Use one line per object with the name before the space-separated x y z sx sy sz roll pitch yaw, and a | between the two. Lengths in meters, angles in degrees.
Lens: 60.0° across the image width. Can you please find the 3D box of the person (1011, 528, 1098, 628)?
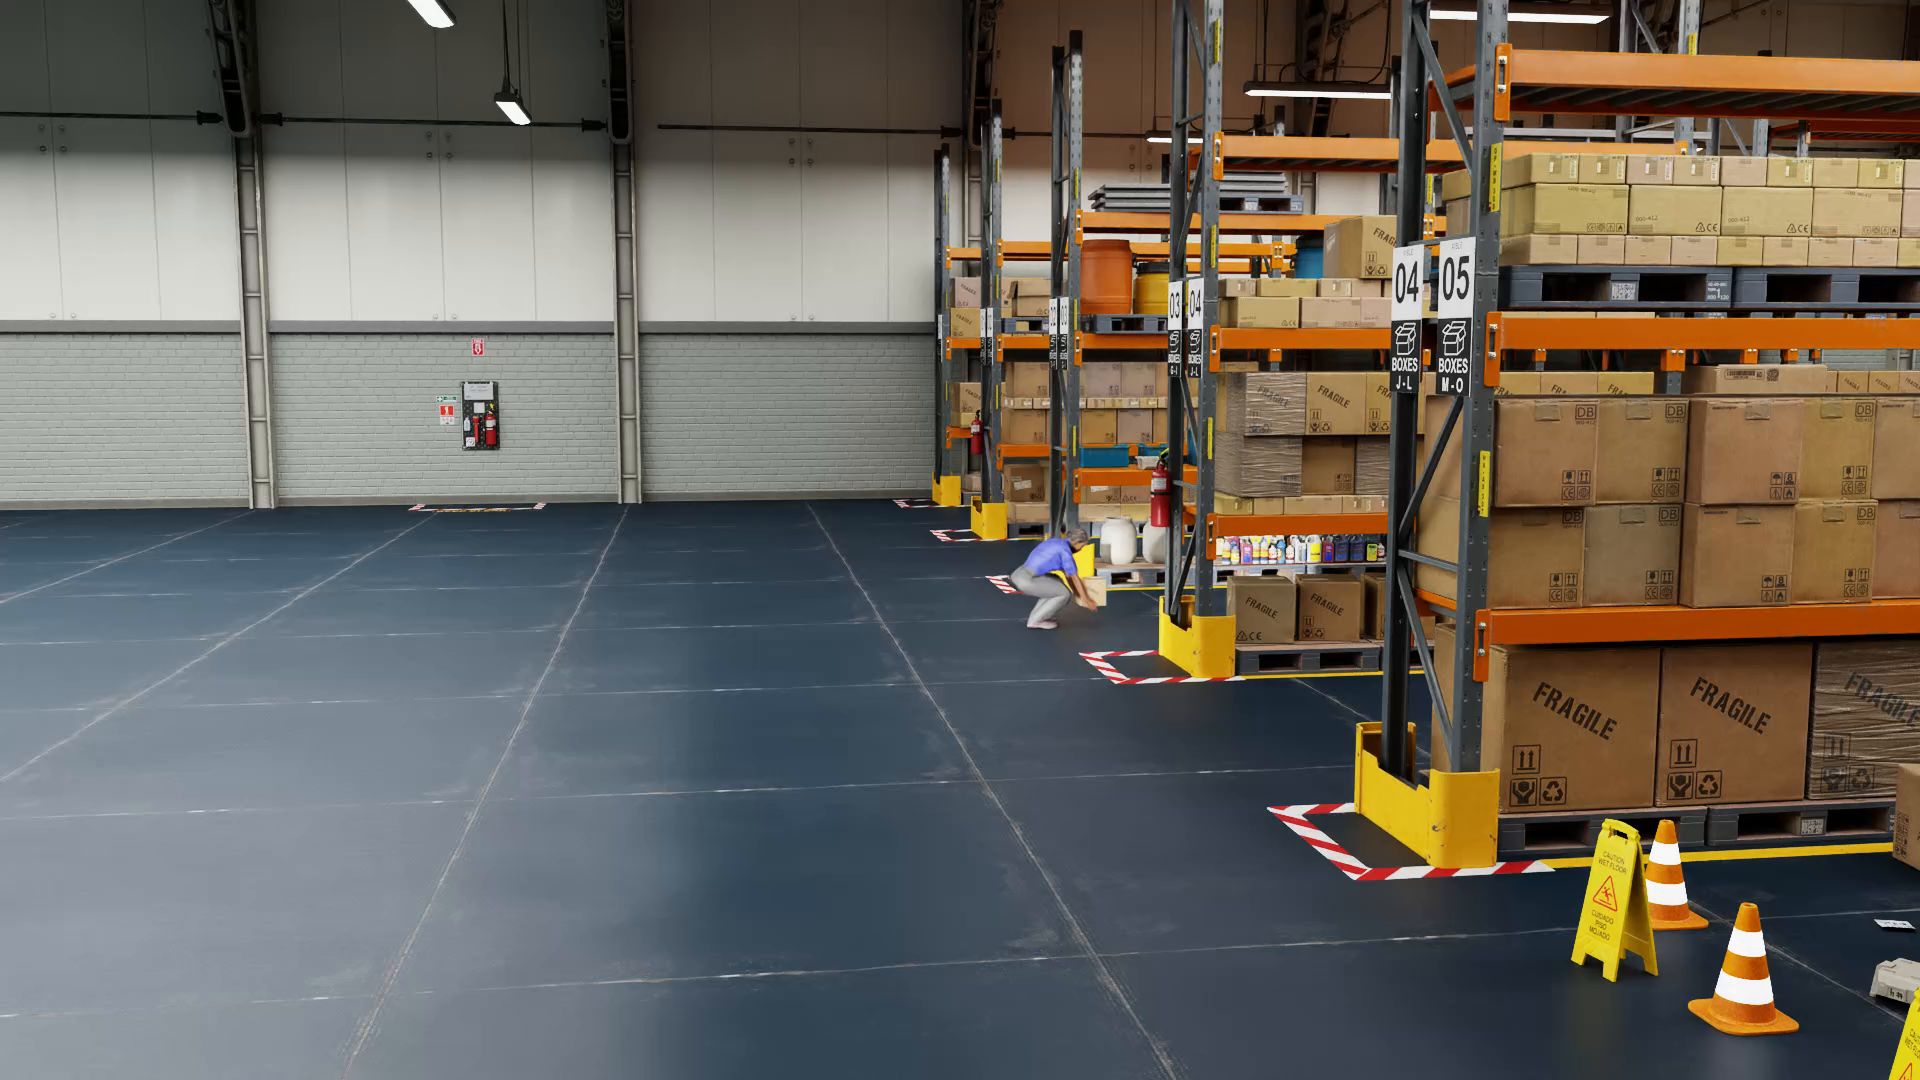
person | 0.895 0.361 15.919 0.824 0.936 0.482 -1 7 -9
